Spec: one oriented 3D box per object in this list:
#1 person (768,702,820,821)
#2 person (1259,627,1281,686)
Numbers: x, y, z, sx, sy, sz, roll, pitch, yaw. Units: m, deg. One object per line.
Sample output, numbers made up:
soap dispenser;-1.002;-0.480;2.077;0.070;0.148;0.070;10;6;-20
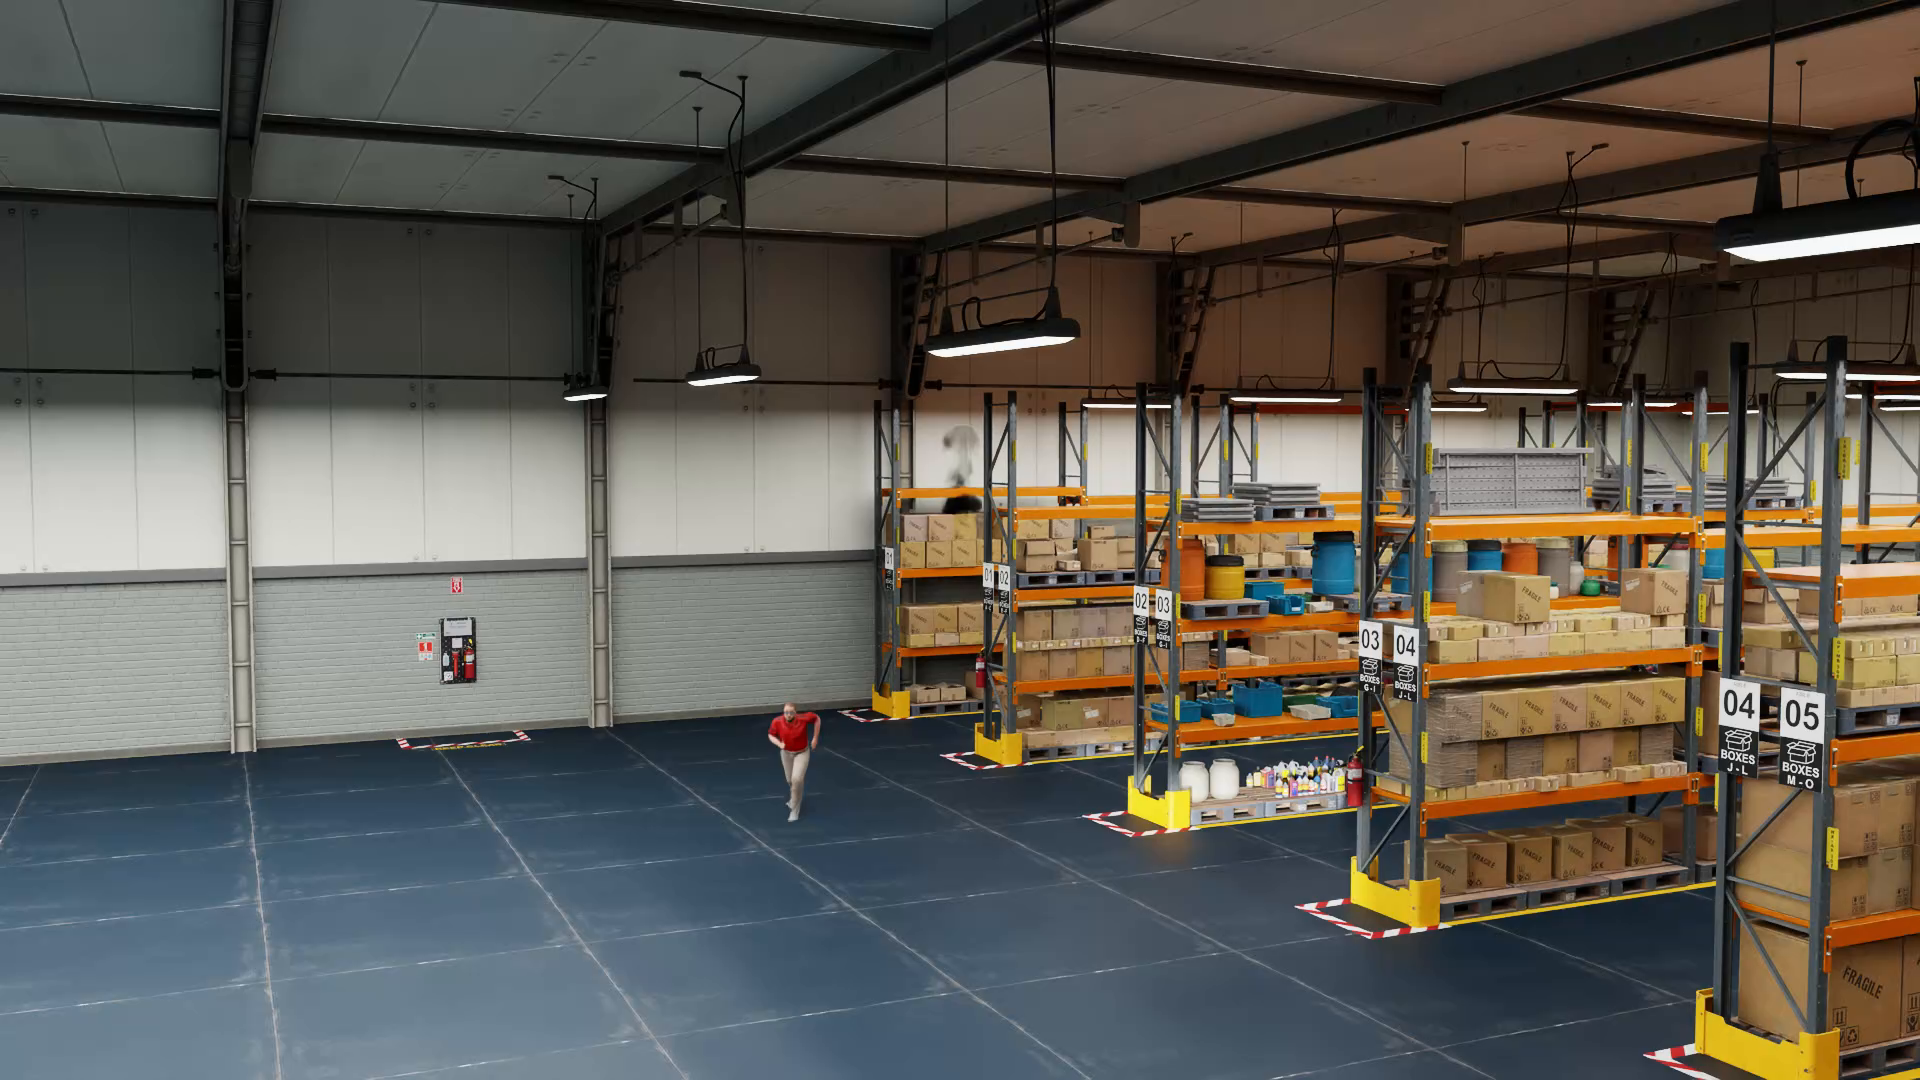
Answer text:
person;-2.283;3.038;23.103;0.706;1.697;1.014;0;3;3
person;6.053;2.487;32.229;0.650;1.592;0.505;-3;4;-38
